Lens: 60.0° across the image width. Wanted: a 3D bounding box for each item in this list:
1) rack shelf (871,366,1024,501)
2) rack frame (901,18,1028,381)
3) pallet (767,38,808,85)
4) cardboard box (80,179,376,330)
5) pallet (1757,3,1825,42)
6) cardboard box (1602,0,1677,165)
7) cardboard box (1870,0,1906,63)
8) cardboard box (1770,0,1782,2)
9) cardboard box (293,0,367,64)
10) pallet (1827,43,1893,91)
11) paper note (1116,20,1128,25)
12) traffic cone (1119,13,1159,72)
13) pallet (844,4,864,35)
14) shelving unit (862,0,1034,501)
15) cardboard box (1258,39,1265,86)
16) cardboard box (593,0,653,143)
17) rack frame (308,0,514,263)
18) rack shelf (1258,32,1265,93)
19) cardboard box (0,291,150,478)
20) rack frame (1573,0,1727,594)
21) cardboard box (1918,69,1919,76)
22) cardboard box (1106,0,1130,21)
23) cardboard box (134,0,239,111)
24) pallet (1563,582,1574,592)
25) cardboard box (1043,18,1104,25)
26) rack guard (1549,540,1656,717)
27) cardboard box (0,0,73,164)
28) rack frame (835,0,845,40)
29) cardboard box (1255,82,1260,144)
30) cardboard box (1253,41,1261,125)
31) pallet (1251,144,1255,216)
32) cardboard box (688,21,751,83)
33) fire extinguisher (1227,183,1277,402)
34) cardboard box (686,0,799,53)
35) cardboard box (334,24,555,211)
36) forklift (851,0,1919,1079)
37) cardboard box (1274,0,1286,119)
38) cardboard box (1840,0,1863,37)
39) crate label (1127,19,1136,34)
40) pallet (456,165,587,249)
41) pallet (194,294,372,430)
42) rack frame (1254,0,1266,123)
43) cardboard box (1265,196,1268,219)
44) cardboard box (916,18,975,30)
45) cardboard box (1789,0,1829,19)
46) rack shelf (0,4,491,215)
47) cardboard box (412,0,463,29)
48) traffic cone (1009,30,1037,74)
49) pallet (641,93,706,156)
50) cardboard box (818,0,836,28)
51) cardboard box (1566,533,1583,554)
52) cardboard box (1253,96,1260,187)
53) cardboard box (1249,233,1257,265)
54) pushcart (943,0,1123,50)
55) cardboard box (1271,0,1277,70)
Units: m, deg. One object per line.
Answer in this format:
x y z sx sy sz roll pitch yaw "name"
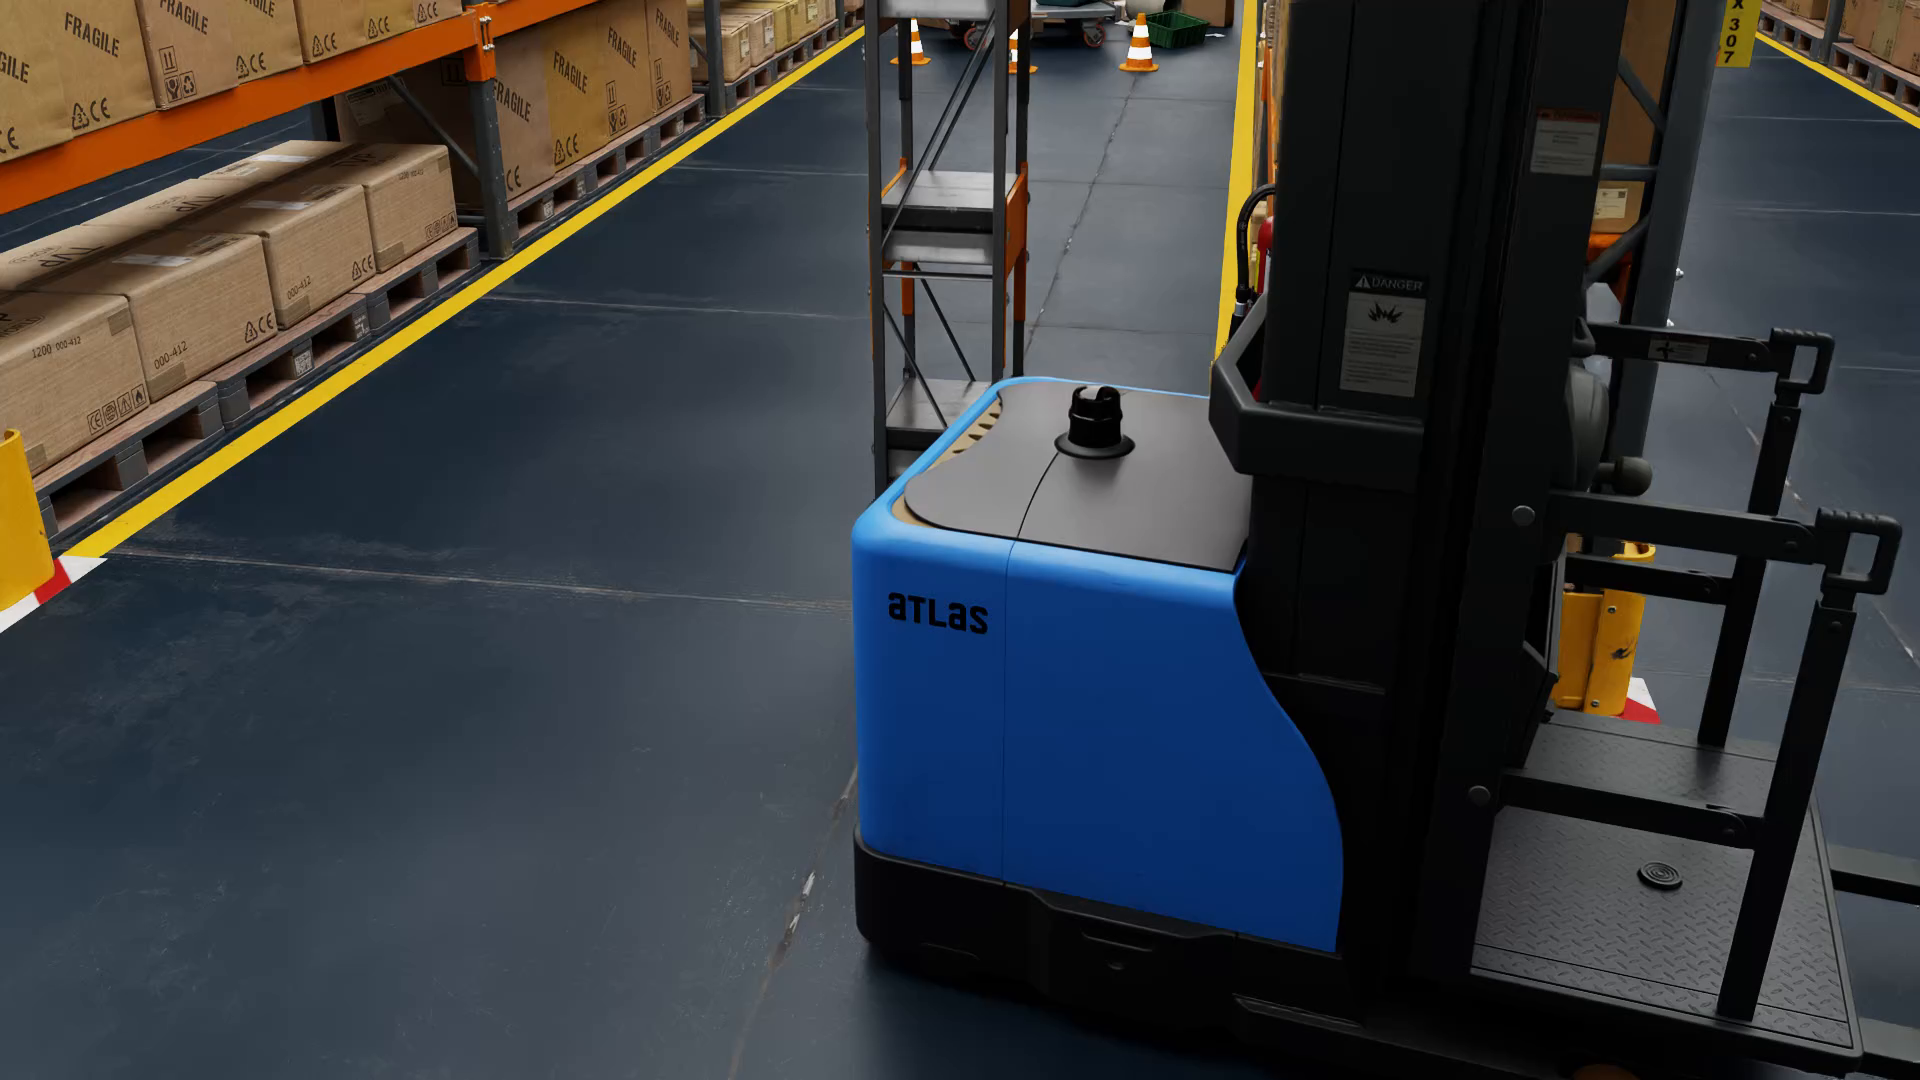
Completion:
-0.027 -0.235 5.459 0.431 0.518 0.480 4 25 9 "rack shelf"
0.013 -0.984 5.375 0.400 2.100 0.015 4 25 9 "rack frame"
-1.944 -4.155 14.379 1.003 0.211 1.213 4 25 9 "pallet"
-3.282 -1.310 7.537 0.875 0.438 0.875 3 25 7 "cardboard box"
8.428 -5.101 16.399 1.003 0.211 1.213 4 25 9 "pallet"
1.664 -1.285 4.488 0.500 0.500 0.500 5 26 11 "cardboard box"
7.938 -4.183 13.578 0.700 0.500 0.500 4 25 8 "cardboard box"
8.627 -5.788 17.030 0.500 0.500 0.500 11 27 22 "cardboard box"
-2.898 -2.317 7.043 0.500 0.500 0.500 4 25 8 "cardboard box"
8.030 -3.981 14.005 1.003 0.211 1.213 4 25 9 "pallet"
1.696 -5.302 17.050 0.172 0.023 0.155 13 28 26 "paper note"
1.570 -4.350 14.497 0.336 0.463 0.334 4 25 9 "traffic cone"
-1.546 -5.276 16.773 1.003 0.211 1.213 4 25 9 "pallet"
-0.027 -0.882 5.157 0.431 2.100 0.503 4 25 9 "shelving unit"
2.014 -2.772 9.703 0.500 0.250 0.500 3 25 6 "cardboard box"
-2.619 -3.155 10.963 0.875 0.875 0.875 4 25 9 "cardboard box"
-2.928 -2.910 8.428 1.000 3.000 0.127 4 25 9 "rack frame"
2.299 -3.120 9.726 1.077 0.370 4.000 4 25 9 "rack shelf"
-3.573 -0.550 5.913 0.875 0.438 0.875 3 25 7 "cardboard box"
1.318 -0.936 4.212 1.000 3.000 0.127 4 25 9 "rack frame"
7.756 -3.715 12.579 0.700 0.500 0.500 6 26 13 "cardboard box"
1.743 -5.563 17.322 0.396 0.266 0.258 8 26 18 "cardboard box"
-3.064 -1.888 6.128 0.500 0.500 0.500 4 25 8 "cardboard box"
1.498 -0.042 5.592 1.003 0.211 1.213 4 25 9 "pallet"
1.099 -5.558 16.870 0.797 0.637 0.503 4 25 9 "cardboard box"
1.331 0.164 4.810 1.175 0.500 0.348 4 25 9 "rack guard"
-3.220 -1.463 5.220 0.500 0.500 0.500 4 25 8 "cardboard box"
-1.621 -6.256 15.577 1.000 3.000 0.127 4 25 9 "rack frame"
2.100 -2.637 10.298 0.500 0.500 0.500 3 25 7 "cardboard box"
2.258 -3.062 11.207 0.500 0.500 0.500 3 25 6 "cardboard box"
2.295 -2.184 10.166 1.003 0.211 1.213 4 25 9 "pallet"
-2.172 -3.819 12.974 0.950 0.372 0.625 2 25 5 "cardboard box"
0.822 -0.659 4.151 0.296 0.674 0.183 4 25 9 "fire extinguisher"
-1.930 -4.444 14.311 0.950 0.372 0.625 5 26 10 "cardboard box"
-2.906 -2.403 9.356 0.875 0.875 0.875 5 26 10 "cardboard box"
1.339 -0.369 3.081 3.031 2.935 1.130 9 26 18 "forklift"
1.227 -1.537 5.027 0.500 0.500 0.500 4 25 8 "cardboard box"
8.261 -4.792 14.902 0.500 0.500 0.500 3 25 7 "cardboard box"
1.808 -5.049 16.376 0.298 0.136 0.250 -14 29 -27 "crate label"
-2.876 -1.975 9.720 1.003 0.211 1.213 4 25 9 "pallet"
-3.327 -0.823 7.258 1.003 0.211 1.213 4 25 9 "pallet"
2.626 -4.282 11.360 1.000 3.000 0.127 4 25 9 "rack frame"
1.608 -1.537 7.661 0.380 0.149 0.250 5 26 11 "cardboard box"
-0.103 -5.479 16.862 0.500 0.500 0.500 -20 32 -36 "cardboard box"
8.371 -5.297 15.981 0.500 0.500 0.500 2 25 4 "cardboard box"
-3.255 -1.748 6.794 1.077 0.370 4.000 4 25 9 "rack shelf"
-2.752 -2.744 7.955 0.500 0.500 0.500 4 25 9 "cardboard box"
0.497 -4.301 14.392 0.336 0.463 0.334 4 25 9 "traffic cone"
-2.478 -2.995 11.900 1.003 0.211 1.213 4 25 9 "pallet"
-1.704 -5.036 15.576 0.950 0.372 0.625 4 25 9 "cardboard box"
1.720 -0.032 5.148 0.380 0.149 0.250 5 25 10 "cardboard box"
1.928 -2.209 9.384 0.500 0.500 0.500 3 25 7 "cardboard box"
1.595 -1.378 8.024 0.380 0.149 0.250 3 25 6 "cardboard box"
0.637 -4.931 15.840 1.648 0.377 0.936 -5 25 -10 "pushcart"
1.392 -1.958 5.925 0.500 0.500 0.500 5 26 11 "cardboard box"
